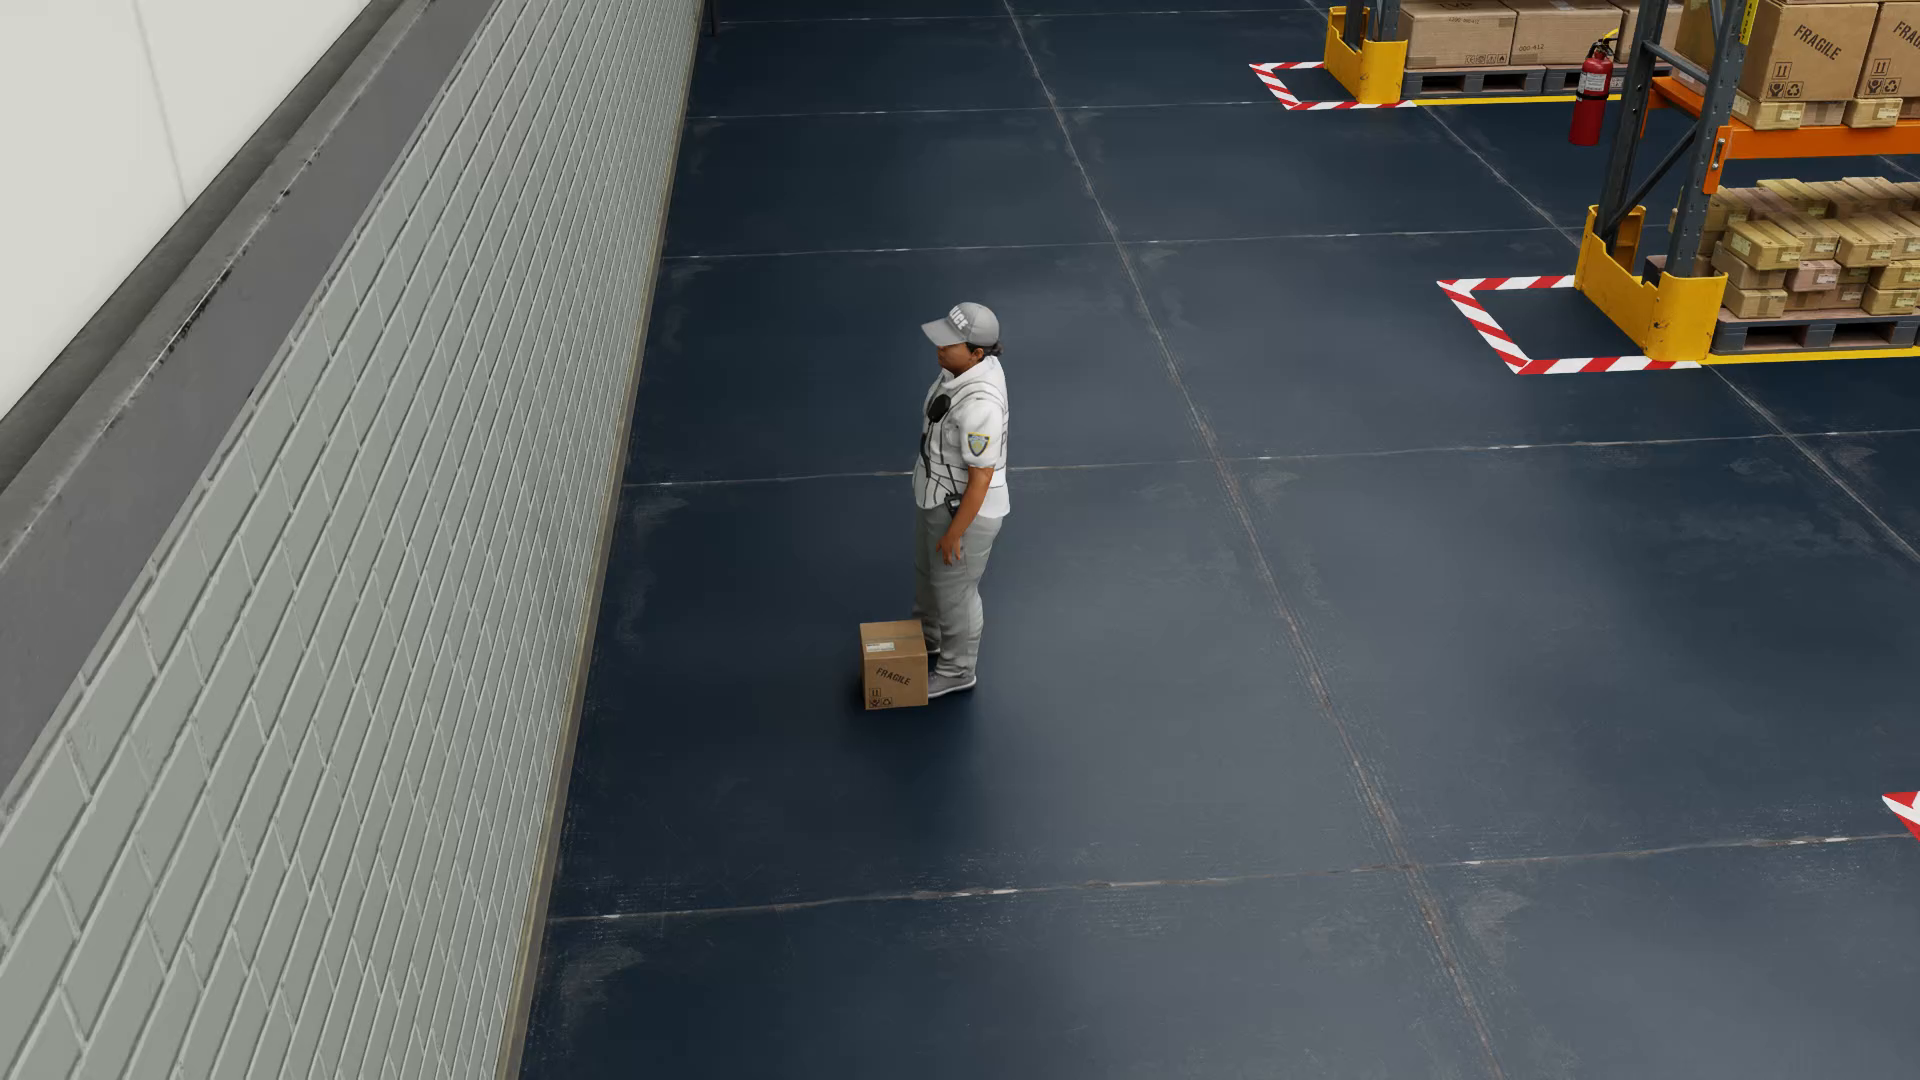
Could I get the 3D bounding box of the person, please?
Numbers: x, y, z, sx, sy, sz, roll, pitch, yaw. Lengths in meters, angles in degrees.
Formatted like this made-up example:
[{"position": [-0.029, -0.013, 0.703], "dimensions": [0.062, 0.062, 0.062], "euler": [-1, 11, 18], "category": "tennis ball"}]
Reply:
[{"position": [-0.084, -0.145, 6.348], "dimensions": [0.529, 1.670, 0.597], "euler": [-3, 31, -4], "category": "person"}]
